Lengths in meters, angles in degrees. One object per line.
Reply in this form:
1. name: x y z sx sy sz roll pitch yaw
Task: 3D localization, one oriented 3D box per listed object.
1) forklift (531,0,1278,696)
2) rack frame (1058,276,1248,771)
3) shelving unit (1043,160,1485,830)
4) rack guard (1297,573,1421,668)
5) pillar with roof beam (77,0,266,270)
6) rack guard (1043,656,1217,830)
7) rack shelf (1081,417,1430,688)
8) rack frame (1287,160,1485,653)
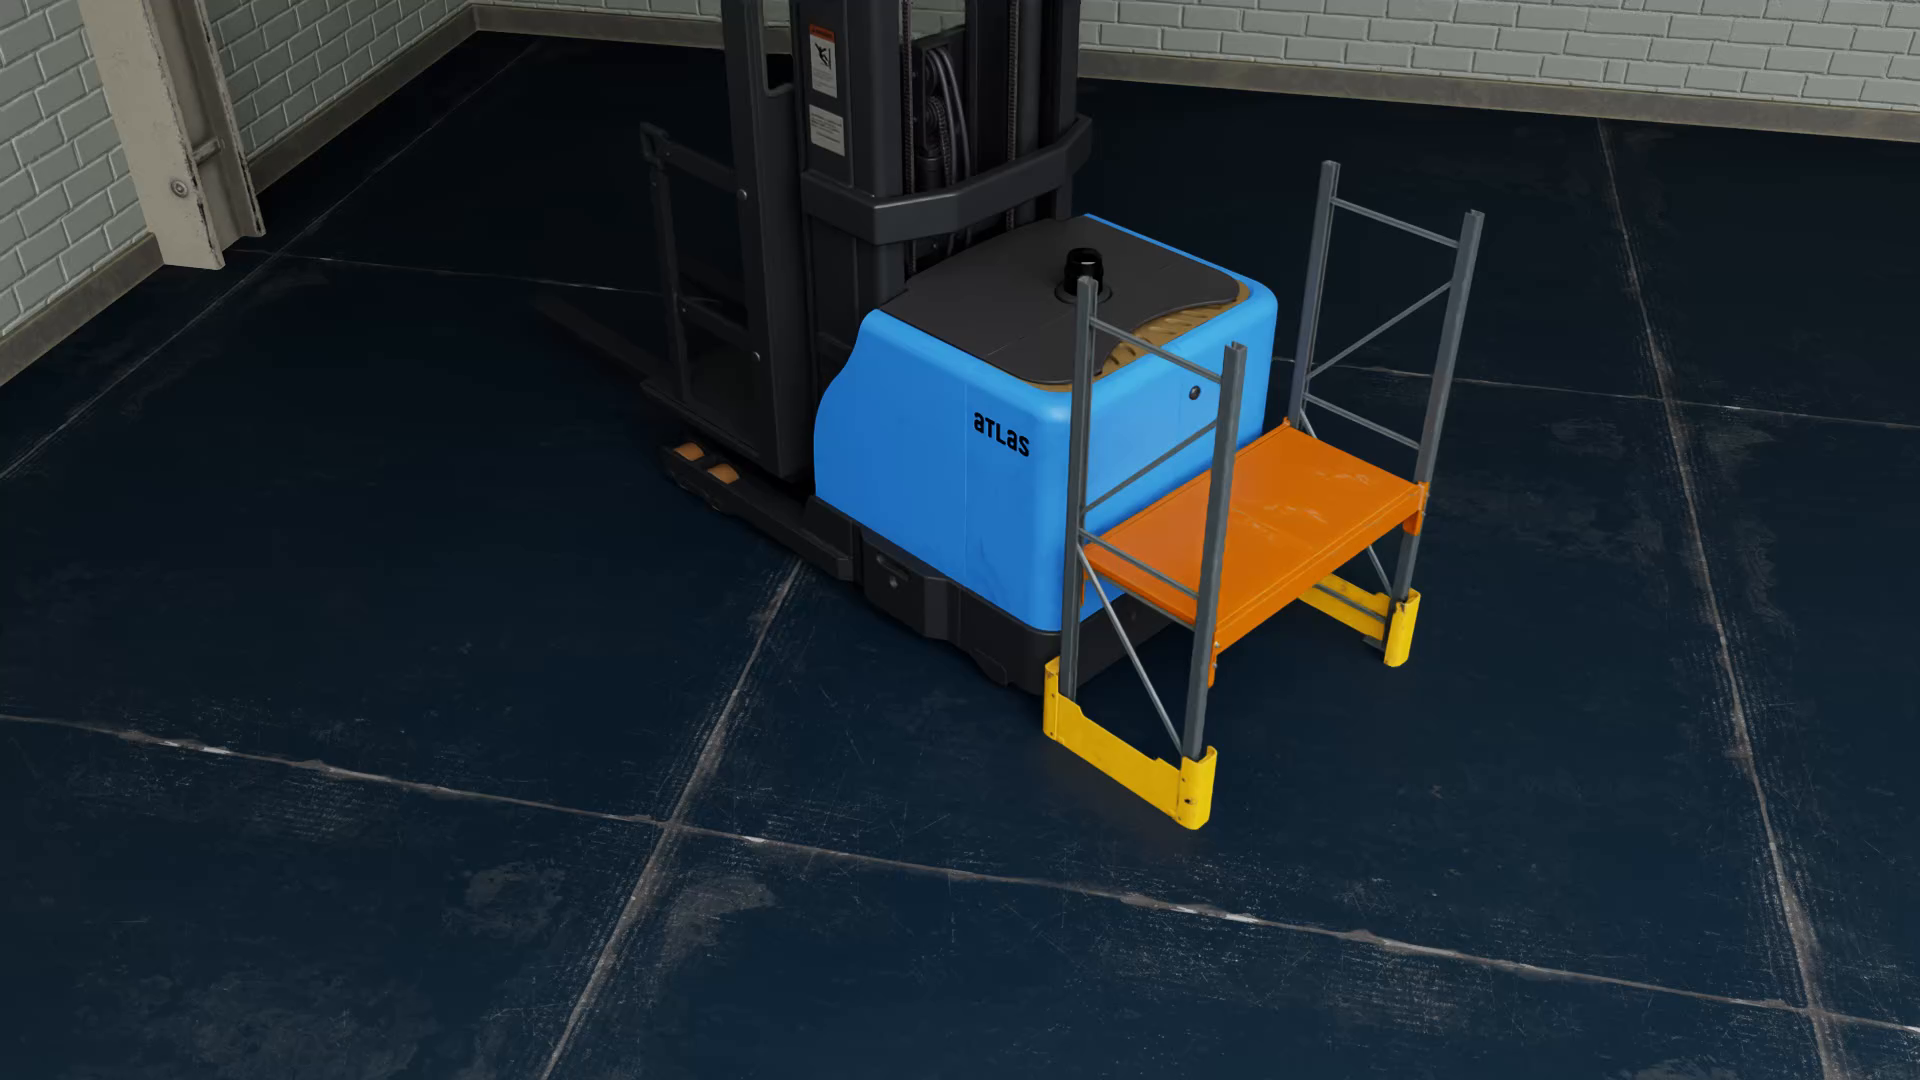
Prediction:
1. forklift: -0.428 -1.479 5.294 1.130 2.935 3.031 -30 46 -35
2. rack frame: 0.473 0.068 4.379 0.032 1.500 0.500 -30 45 -35
3. shelving unit: 0.829 -0.138 4.662 1.083 1.500 0.587 -30 45 -35
4. rack guard: 1.184 0.163 5.312 0.087 0.250 0.587 -30 45 -35
5. pillar with roof beam: 0.795 -4.441 4.209 9.100 9.000 0.400 7 37 10
6. rack guard: 0.473 0.573 4.746 0.087 0.250 0.587 -30 45 -35
7. rack shelf: 0.835 0.004 4.773 1.000 0.185 0.538 -30 45 -35
8. rack frame: 1.197 -0.351 4.956 0.032 1.500 0.500 -30 45 -35
